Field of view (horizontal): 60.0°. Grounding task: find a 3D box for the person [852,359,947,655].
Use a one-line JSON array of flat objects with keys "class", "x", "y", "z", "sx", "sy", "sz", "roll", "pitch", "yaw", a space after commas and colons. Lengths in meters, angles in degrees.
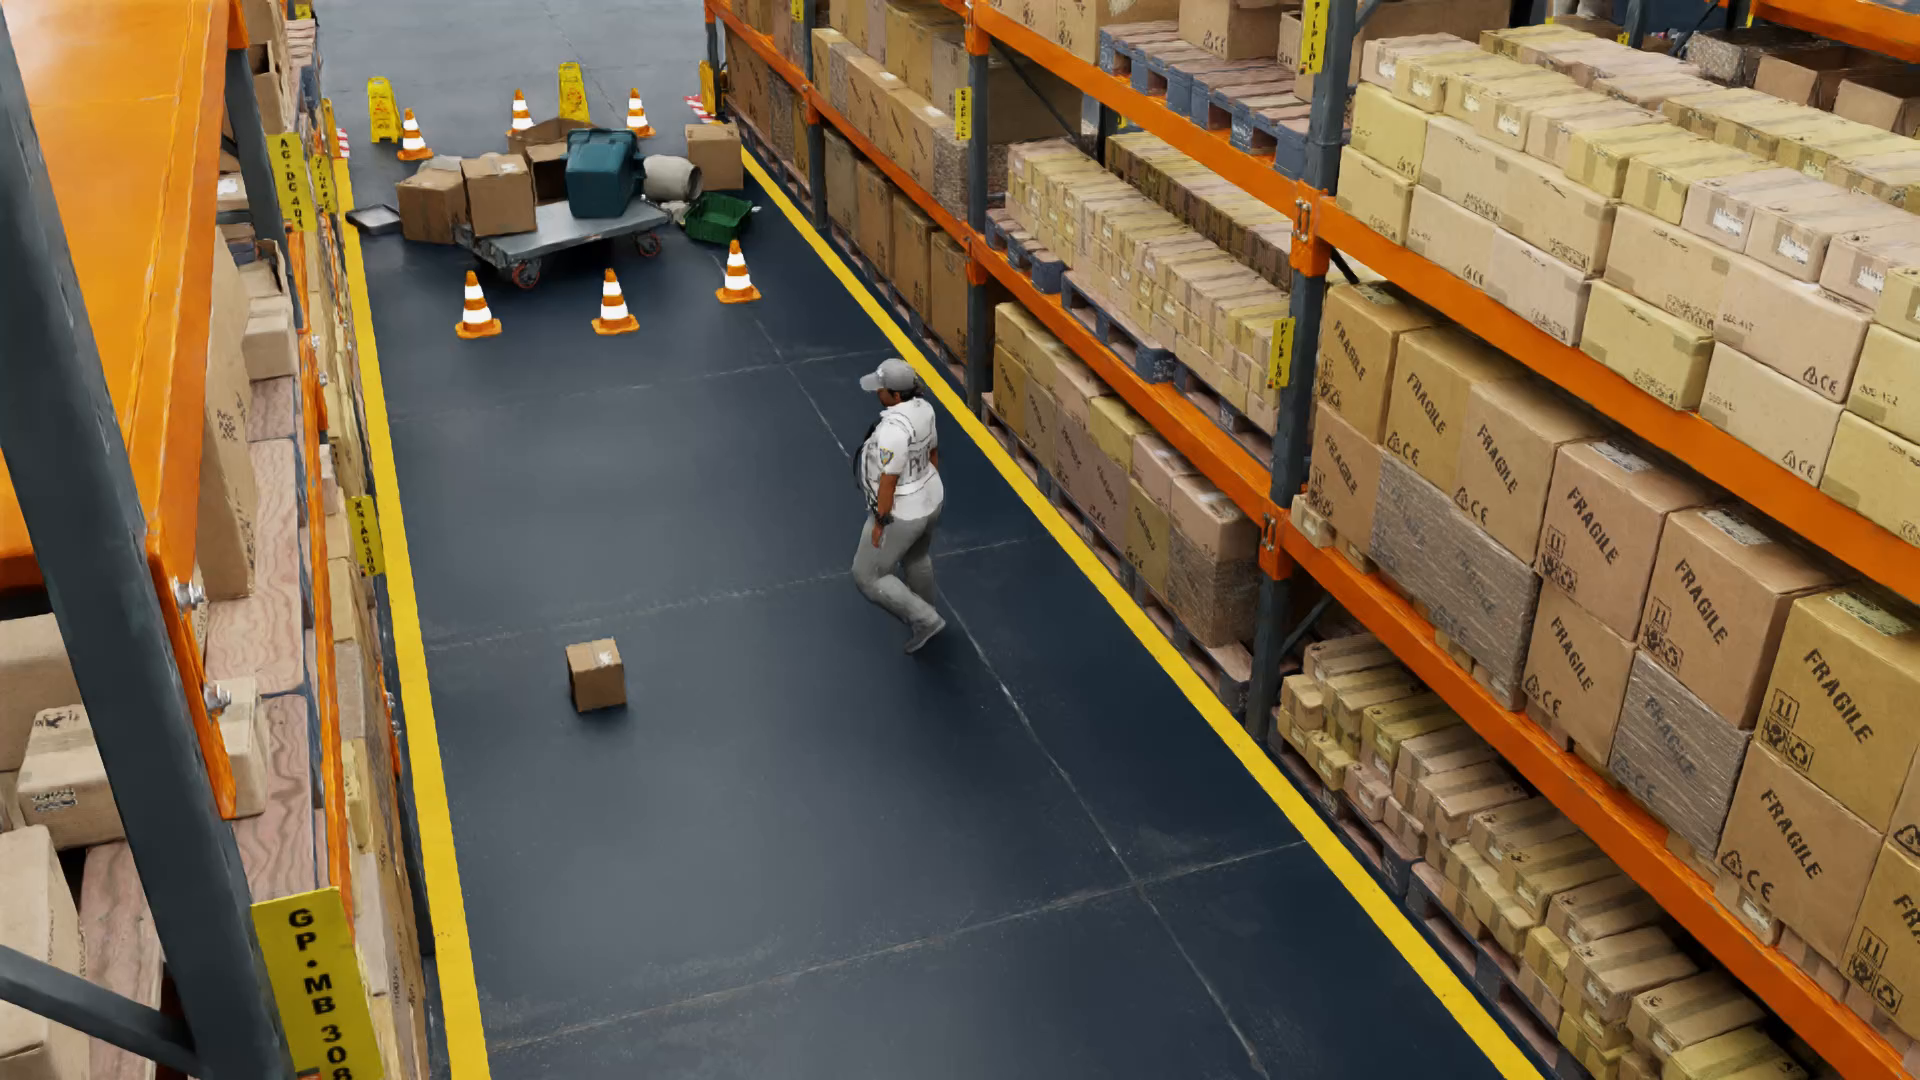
[{"class": "person", "x": -0.250, "y": -0.169, "z": 8.595, "sx": 0.477, "sy": 1.661, "sz": 0.611, "roll": 11, "pitch": 32, "yaw": 19}]
